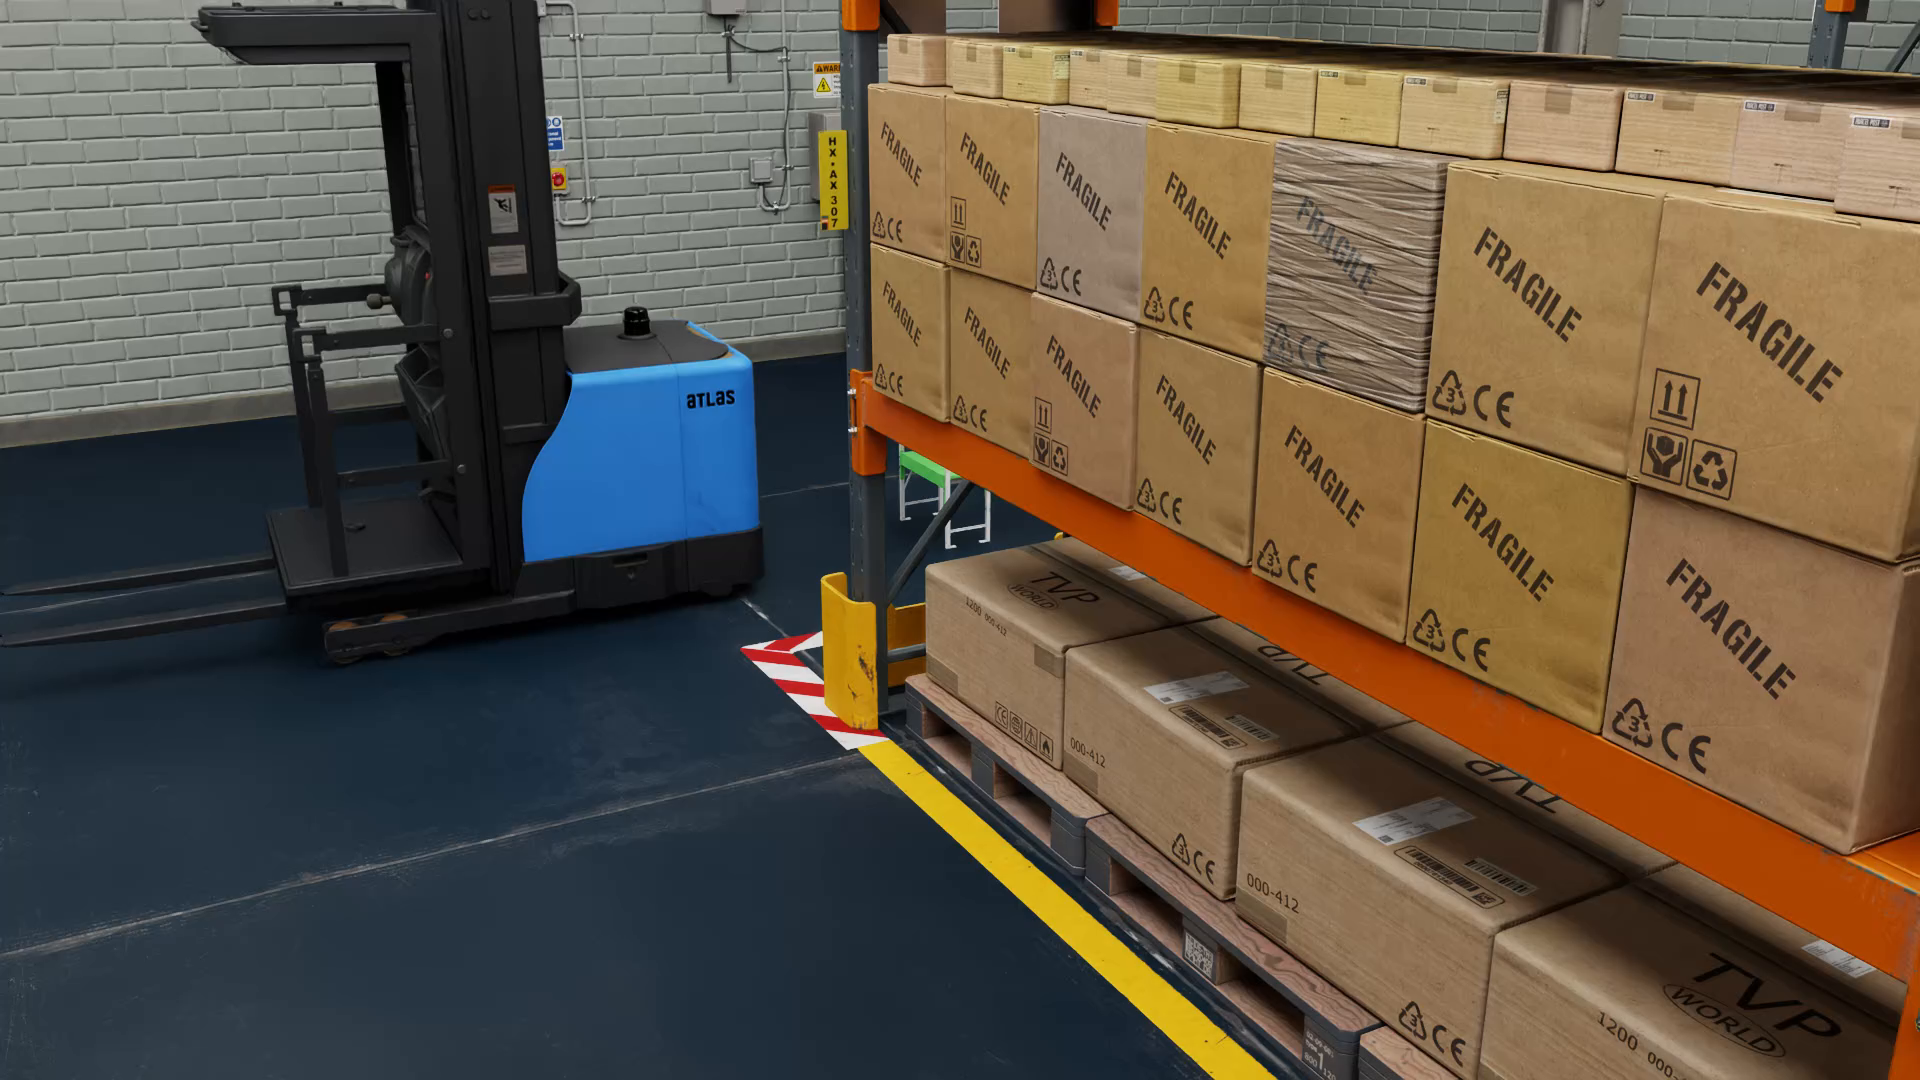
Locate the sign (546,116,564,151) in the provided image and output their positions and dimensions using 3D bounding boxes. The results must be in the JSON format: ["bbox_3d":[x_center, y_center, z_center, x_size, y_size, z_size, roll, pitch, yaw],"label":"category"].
[{"bbox_3d":[-2.702,-2.595,10.640,0.327,0.218,0.001,-10,21,-27],"label":"sign"}]

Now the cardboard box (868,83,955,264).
[{"bbox_3d":[0.045,-1.180,5.268,0.500,0.500,0.500,-11,22,-28],"label":"cardboard box"}]

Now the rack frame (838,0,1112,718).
[{"bbox_3d":[0.068,-0.842,5.974,1.000,3.000,0.127,-10,21,-27],"label":"rack frame"}]

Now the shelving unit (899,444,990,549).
[{"bbox_3d":[-0.079,-0.615,8.073,0.258,1.200,0.503,-10,21,-27],"label":"shelving unit"}]

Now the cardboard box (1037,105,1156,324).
[{"bbox_3d":[0.548,-0.887,4.416,0.500,0.500,0.500,-10,21,-27],"label":"cardboard box"}]

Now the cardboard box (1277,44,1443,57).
[{"bbox_3d":[1.069,-1.239,4.443,0.380,0.149,0.250,-9,21,-25],"label":"cardboard box"}]

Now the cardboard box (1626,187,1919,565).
[{"bbox_3d":[1.500,-0.307,2.736,0.500,0.500,0.500,-10,21,-27],"label":"cardboard box"}]

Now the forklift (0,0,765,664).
[{"bbox_3d":[-2.434,-1.084,6.780,3.031,2.935,1.130,-9,21,-24],"label":"forklift"}]

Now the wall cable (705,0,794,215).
[{"bbox_3d":[-1.388,-3.161,11.135,0.588,1.984,0.122,-10,21,-27],"label":"wall cable"}]

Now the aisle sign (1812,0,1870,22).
[{"bbox_3d":[4.144,-2.815,7.706,0.394,0.787,0.004,-10,21,-27],"label":"aisle sign"}]

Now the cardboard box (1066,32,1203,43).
[{"bbox_3d":[0.556,-1.528,5.280,0.380,0.149,0.250,-10,21,-26],"label":"cardboard box"}]

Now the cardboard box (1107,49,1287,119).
[{"bbox_3d":[0.596,-1.150,4.184,0.380,0.149,0.250,-10,21,-26],"label":"cardboard box"}]

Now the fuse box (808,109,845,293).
[{"bbox_3d":[-0.712,-2.132,11.687,0.539,1.711,0.414,-10,21,-27],"label":"fuse box"}]

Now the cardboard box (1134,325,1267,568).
[{"bbox_3d":[0.786,-0.277,4.181,0.500,0.500,0.500,-9,21,-25],"label":"cardboard box"}]

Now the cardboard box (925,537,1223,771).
[{"bbox_3d":[0.469,0.344,5.820,0.875,0.438,0.875,-11,22,-28],"label":"cardboard box"}]

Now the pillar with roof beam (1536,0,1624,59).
[{"bbox_3d":[0.159,-4.695,7.942,9.100,9.000,0.400,-10,21,-27],"label":"pillar with roof beam"}]

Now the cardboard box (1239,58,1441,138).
[{"bbox_3d":[0.860,-1.005,3.764,0.380,0.149,0.250,-10,21,-27],"label":"cardboard box"}]

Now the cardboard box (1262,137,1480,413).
[{"bbox_3d":[1.016,-0.598,3.581,0.500,0.500,0.500,-10,21,-26],"label":"cardboard box"}]

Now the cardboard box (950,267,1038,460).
[{"bbox_3d":[0.308,-0.567,5.021,0.500,0.500,0.500,-10,22,-27],"label":"cardboard box"}]

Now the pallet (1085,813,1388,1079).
[{"bbox_3d":[1.092,1.043,4.785,1.003,0.211,1.213,-10,21,-27],"label":"pallet"}]

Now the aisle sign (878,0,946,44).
[{"bbox_3d":[-0.221,-2.047,5.480,0.394,0.787,0.004,-10,21,-27],"label":"aisle sign"}]

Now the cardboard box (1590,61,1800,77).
[{"bbox_3d":[1.587,-0.951,3.609,0.380,0.149,0.250,-11,22,-28],"label":"cardboard box"}]

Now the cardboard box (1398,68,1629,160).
[{"bbox_3d":[1.115,-0.862,3.349,0.380,0.149,0.250,-10,21,-27],"label":"cardboard box"}]

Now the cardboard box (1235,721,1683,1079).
[{"bbox_3d":[1.338,0.865,4.311,0.875,0.438,0.875,-11,22,-28],"label":"cardboard box"}]

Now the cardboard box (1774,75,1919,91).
[{"bbox_3d":[1.751,-0.790,3.140,0.380,0.149,0.250,-10,22,-27],"label":"cardboard box"}]

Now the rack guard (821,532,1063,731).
[{"bbox_3d":[0.057,0.332,6.402,1.175,0.500,0.348,-10,21,-27],"label":"rack guard"}]

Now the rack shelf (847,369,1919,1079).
[{"bbox_3d":[1.018,0.072,4.428,1.077,0.370,4.000,-10,21,-27],"label":"rack shelf"}]

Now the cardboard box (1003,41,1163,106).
[{"bbox_3d":[0.343,-1.295,4.605,0.380,0.149,0.250,-11,22,-28],"label":"cardboard box"}]

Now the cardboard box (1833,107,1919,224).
[{"bbox_3d":[1.541,-0.560,2.475,0.380,0.149,0.250,-10,22,-28],"label":"cardboard box"}]

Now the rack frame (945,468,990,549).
[{"bbox_3d":[0.037,-0.545,7.870,0.240,1.200,0.015,-10,21,-27],"label":"rack frame"}]

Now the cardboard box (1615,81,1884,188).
[{"bbox_3d":[1.402,-0.725,2.955,0.380,0.149,0.250,-10,21,-27],"label":"cardboard box"}]

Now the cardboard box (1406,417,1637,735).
[{"bbox_3d":[1.273,0.018,3.327,0.500,0.500,0.500,-11,22,-28],"label":"cardboard box"}]

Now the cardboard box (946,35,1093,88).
[{"bbox_3d":[0.180,-1.460,5.083,0.380,0.149,0.250,-9,21,-25],"label":"cardboard box"}]

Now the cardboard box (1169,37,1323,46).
[{"bbox_3d":[0.836,-1.388,4.875,0.380,0.149,0.250,-9,21,-25],"label":"cardboard box"}]

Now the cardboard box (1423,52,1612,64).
[{"bbox_3d":[1.339,-1.092,4.016,0.380,0.149,0.250,-10,21,-26],"label":"cardboard box"}]
